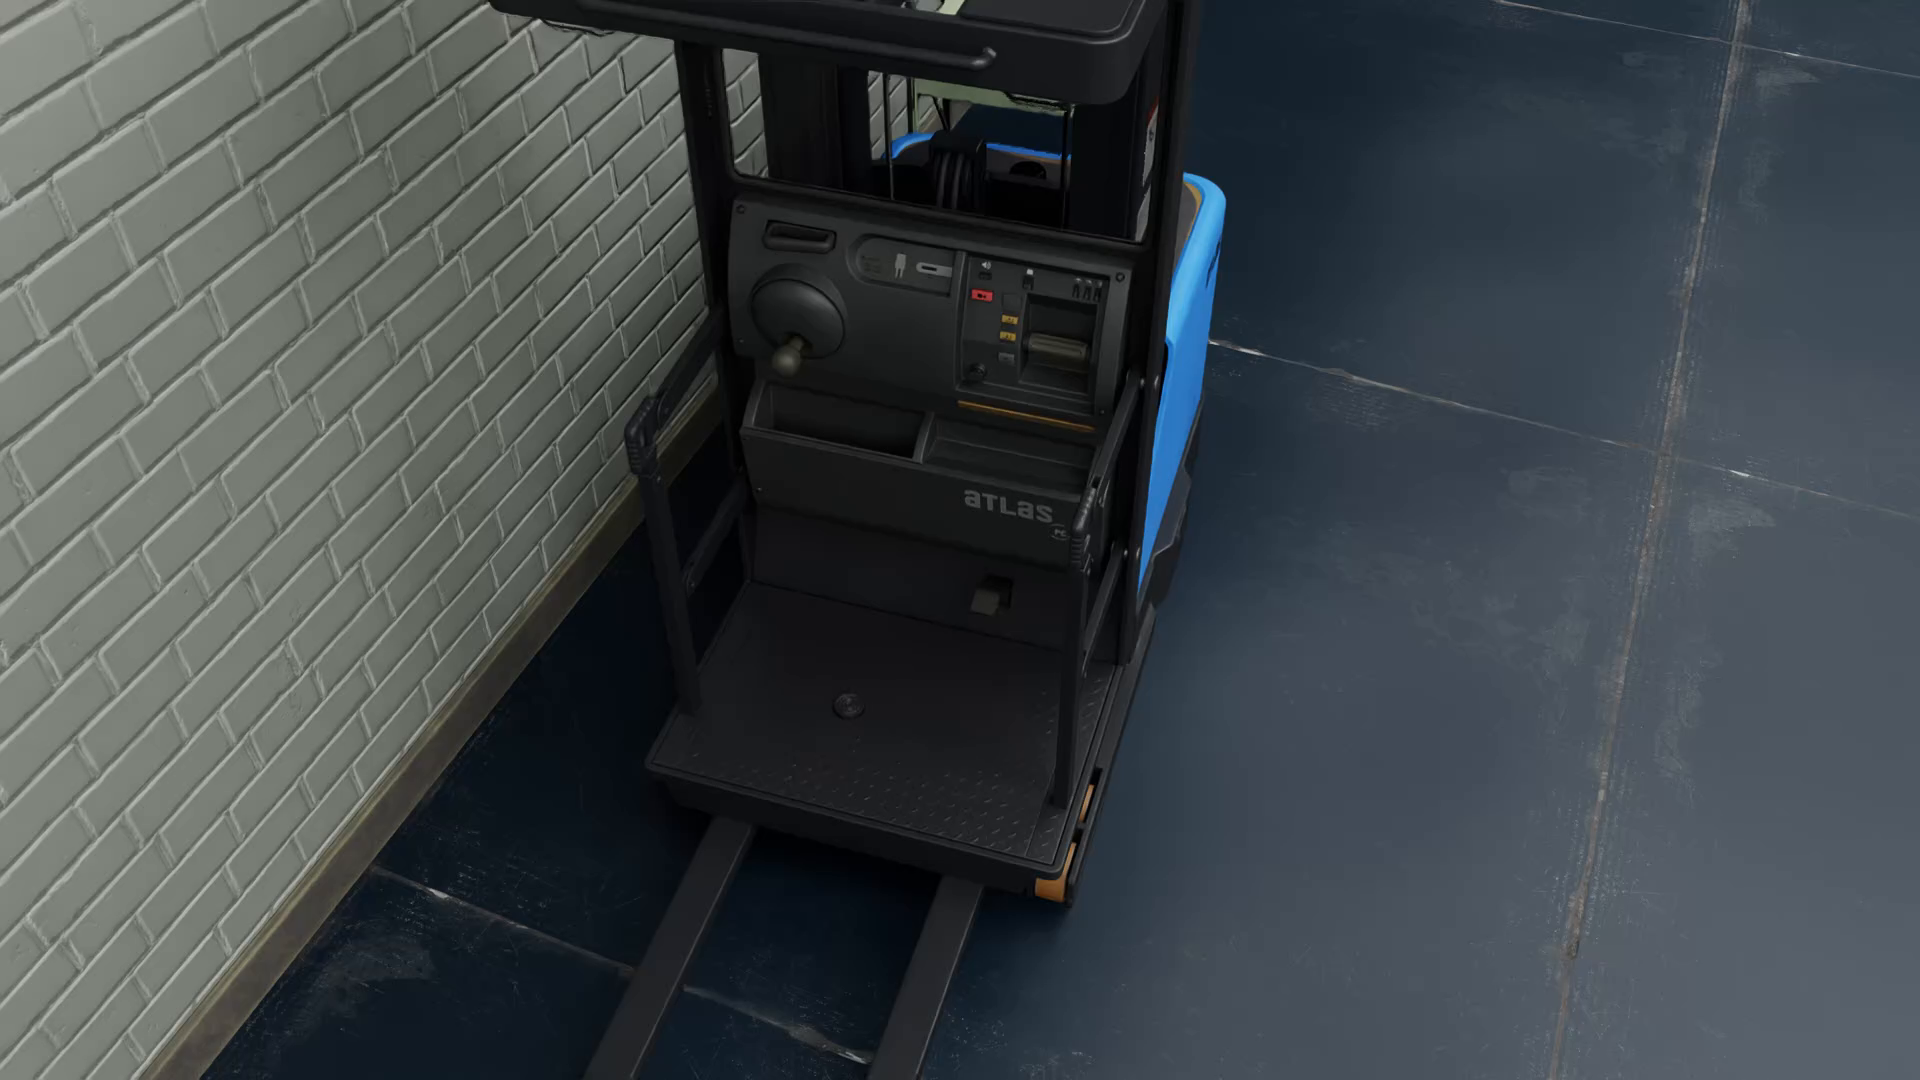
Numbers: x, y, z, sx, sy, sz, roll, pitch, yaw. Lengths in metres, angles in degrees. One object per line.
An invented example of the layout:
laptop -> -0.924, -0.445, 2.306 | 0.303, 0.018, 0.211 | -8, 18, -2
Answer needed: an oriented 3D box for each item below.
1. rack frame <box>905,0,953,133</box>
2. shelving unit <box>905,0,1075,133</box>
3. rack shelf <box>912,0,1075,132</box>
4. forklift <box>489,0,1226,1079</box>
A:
rack frame -> -0.091, -1.198, 5.391 | 0.023, 1.500, 0.400 | 12, 46, 12
shelving unit -> 0.260, -1.125, 5.317 | 0.755, 1.500, 0.431 | 12, 46, 12
rack shelf -> 0.260, -1.401, 5.042 | 0.720, 0.370, 0.431 | 12, 46, 12
forklift -> -0.143, -0.425, 3.599 | 1.130, 2.935, 3.031 | 12, 46, 12
